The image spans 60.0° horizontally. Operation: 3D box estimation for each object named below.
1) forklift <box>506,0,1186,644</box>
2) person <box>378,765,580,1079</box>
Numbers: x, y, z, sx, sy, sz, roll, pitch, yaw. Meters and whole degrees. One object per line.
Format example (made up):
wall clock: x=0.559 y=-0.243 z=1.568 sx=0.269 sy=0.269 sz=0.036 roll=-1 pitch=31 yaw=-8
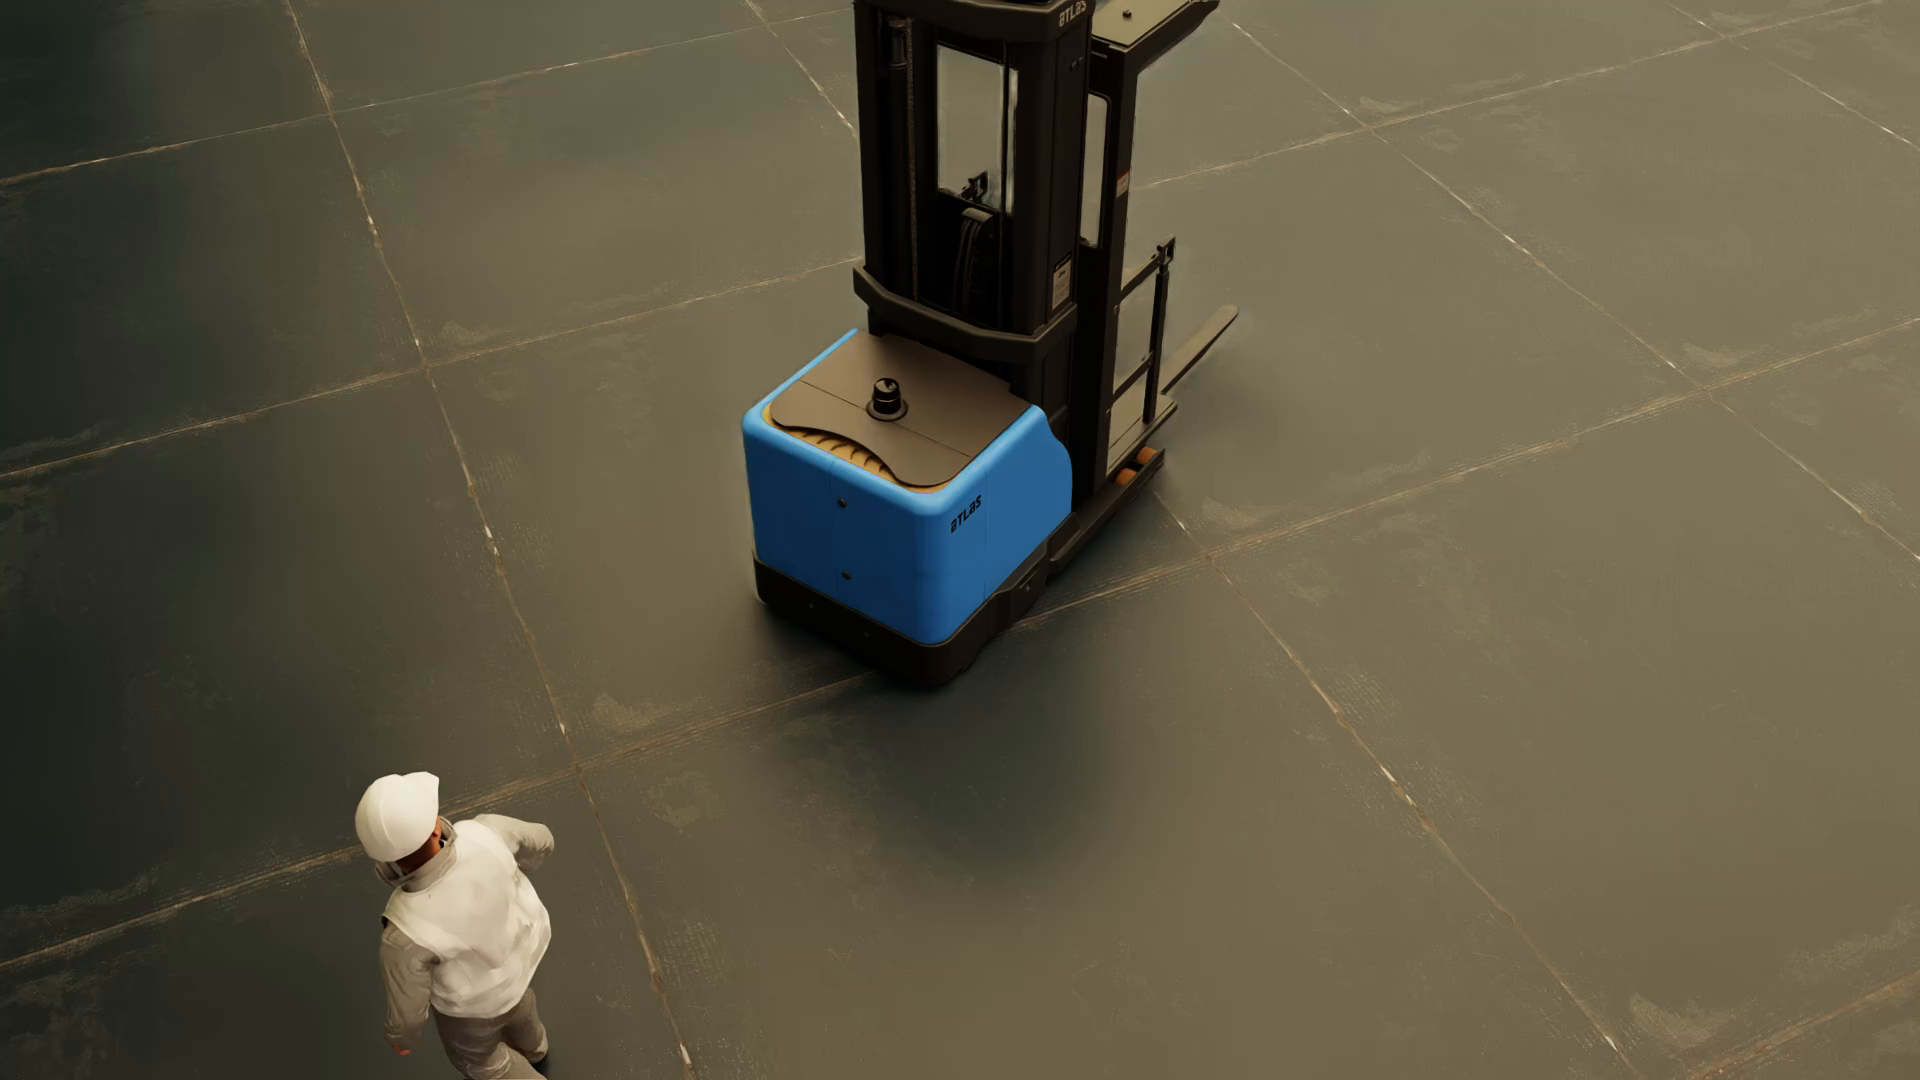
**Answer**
forklift: x=-0.575 y=-1.146 z=6.908 sx=3.031 sy=2.935 sz=1.130 roll=9 pitch=44 yaw=10
person: x=-1.490 y=1.293 z=5.145 sx=0.375 sy=1.776 sz=0.525 roll=13 pitch=44 yaw=13
